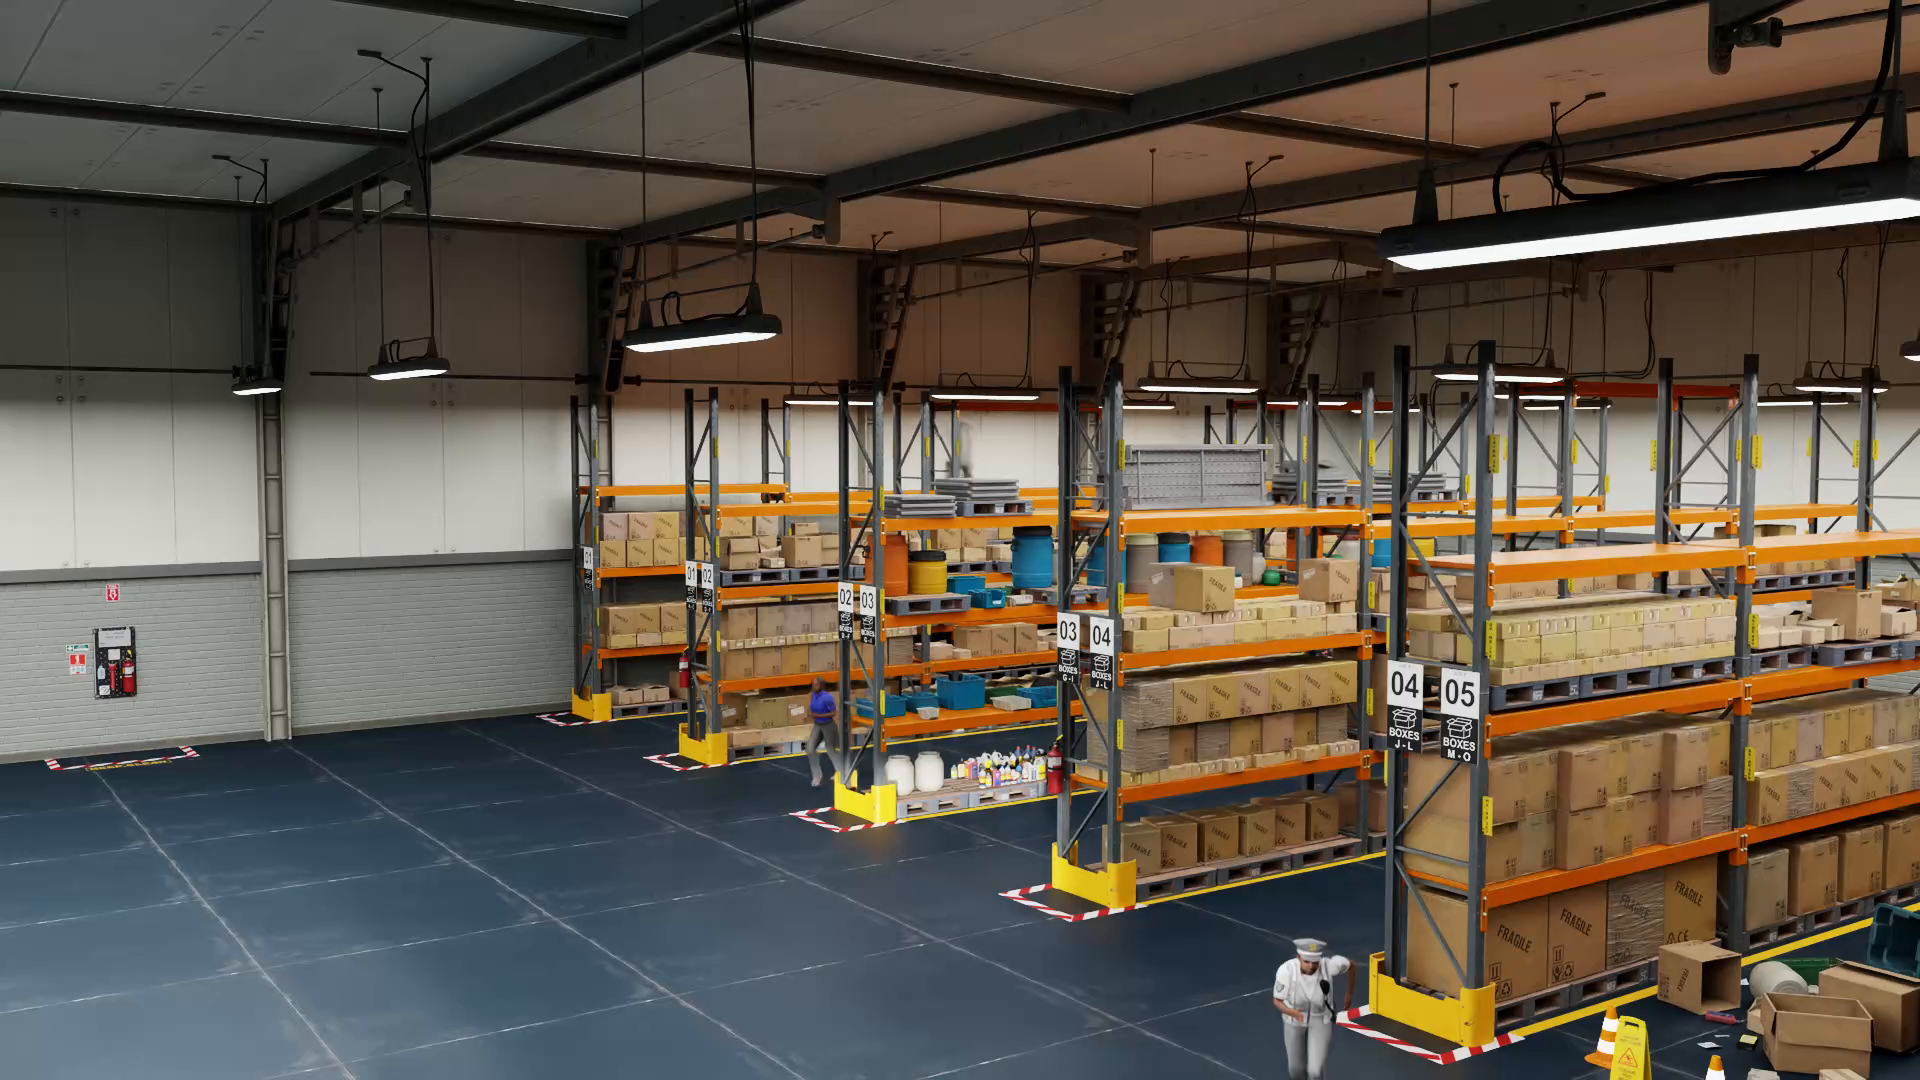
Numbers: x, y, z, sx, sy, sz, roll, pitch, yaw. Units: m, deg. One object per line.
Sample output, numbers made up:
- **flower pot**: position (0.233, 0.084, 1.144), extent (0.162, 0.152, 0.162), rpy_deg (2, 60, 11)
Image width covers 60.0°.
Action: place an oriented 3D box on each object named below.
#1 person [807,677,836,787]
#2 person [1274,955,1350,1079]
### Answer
- **person**: position (-2.022, 2.880, 24.874), extent (0.562, 1.719, 0.838), rpy_deg (2, 4, 34)
- **person**: position (2.647, 3.693, 12.541), extent (0.558, 1.263, 0.699), rpy_deg (1, 3, 11)
